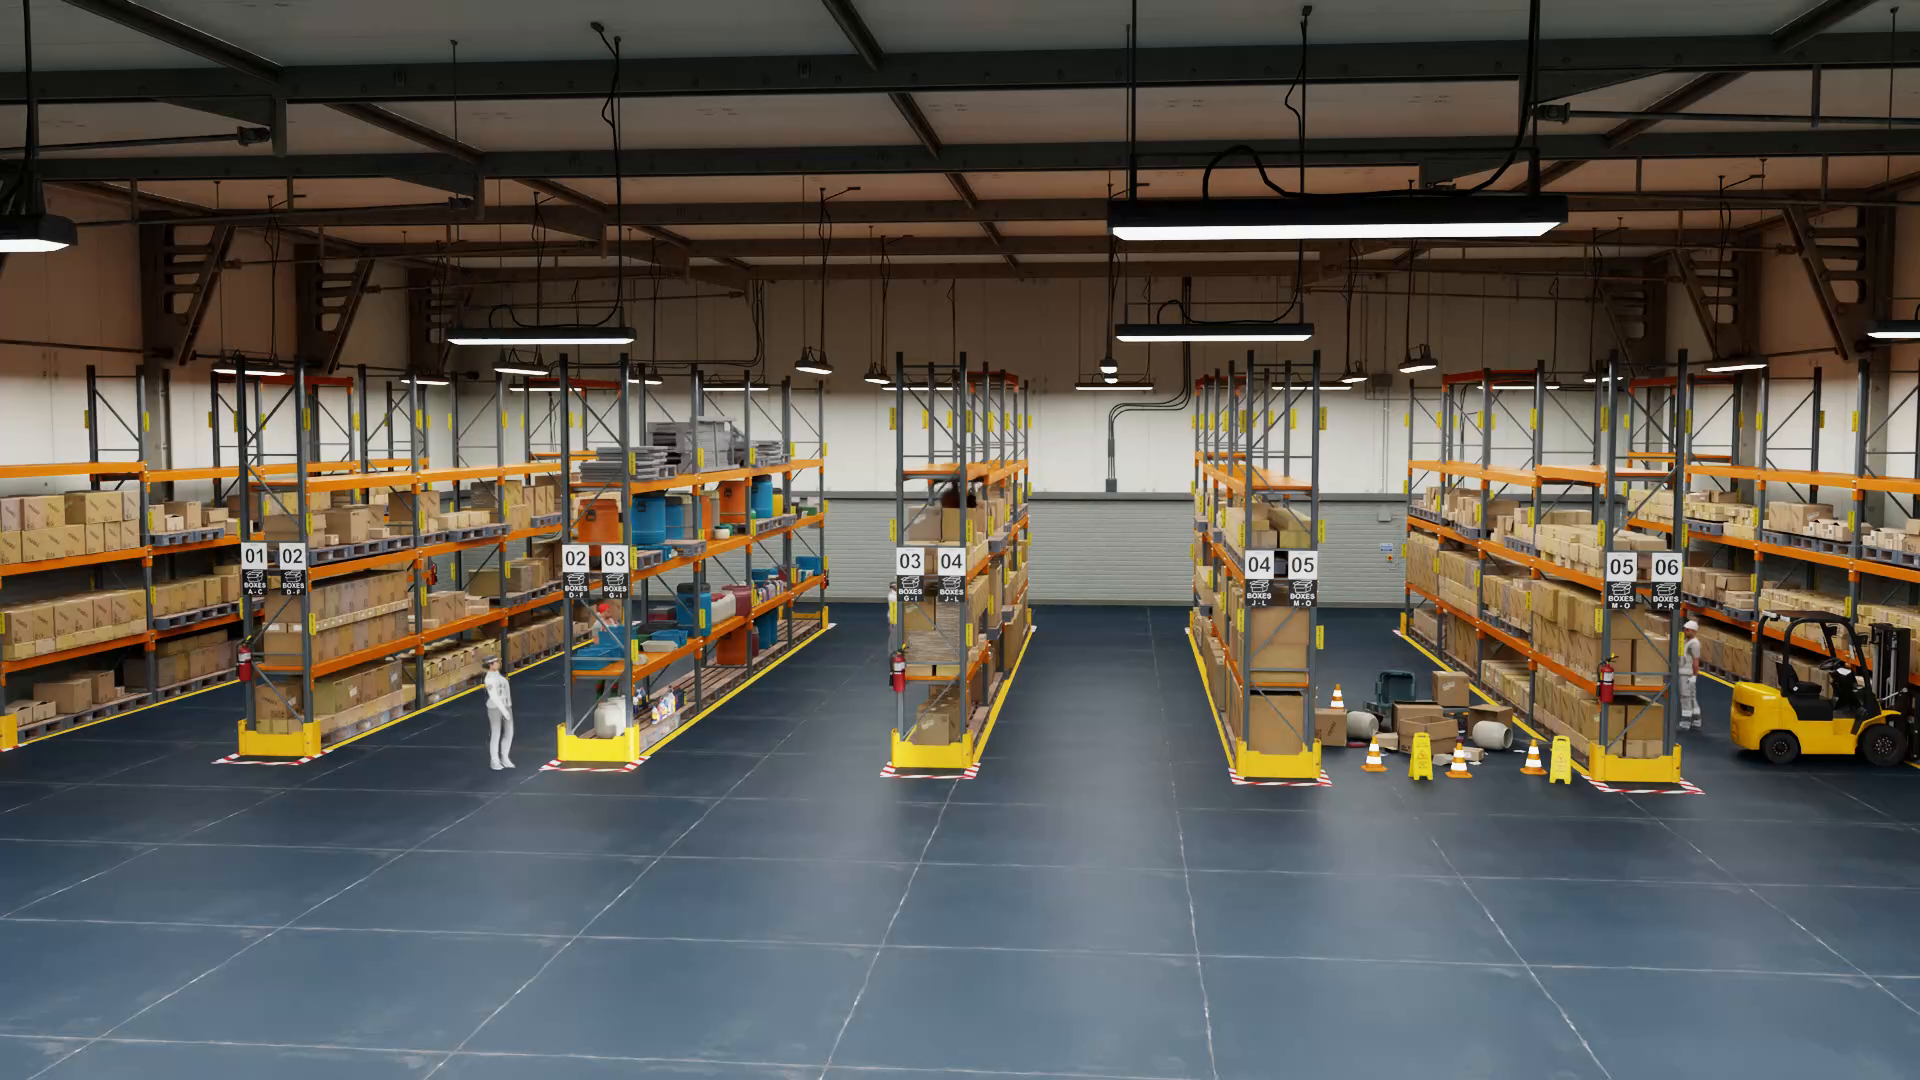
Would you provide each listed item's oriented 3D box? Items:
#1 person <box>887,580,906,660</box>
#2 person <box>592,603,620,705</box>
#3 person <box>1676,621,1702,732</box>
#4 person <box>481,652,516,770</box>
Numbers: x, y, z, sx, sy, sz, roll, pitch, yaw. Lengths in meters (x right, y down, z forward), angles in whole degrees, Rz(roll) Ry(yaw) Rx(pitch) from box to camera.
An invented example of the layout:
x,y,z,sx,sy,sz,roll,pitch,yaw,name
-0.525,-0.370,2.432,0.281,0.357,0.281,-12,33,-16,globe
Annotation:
x,y,z,sx,sy,sz,roll,pitch,yaw,name
-1.314,1.668,35.128,0.505,1.704,0.462,1,4,18,person
-6.212,2.009,29.425,0.603,1.798,0.358,-2,5,-26,person
11.777,2.202,26.932,0.447,1.796,0.580,2,5,30,person
-6.606,2.482,23.981,0.593,1.724,0.549,2,4,25,person
